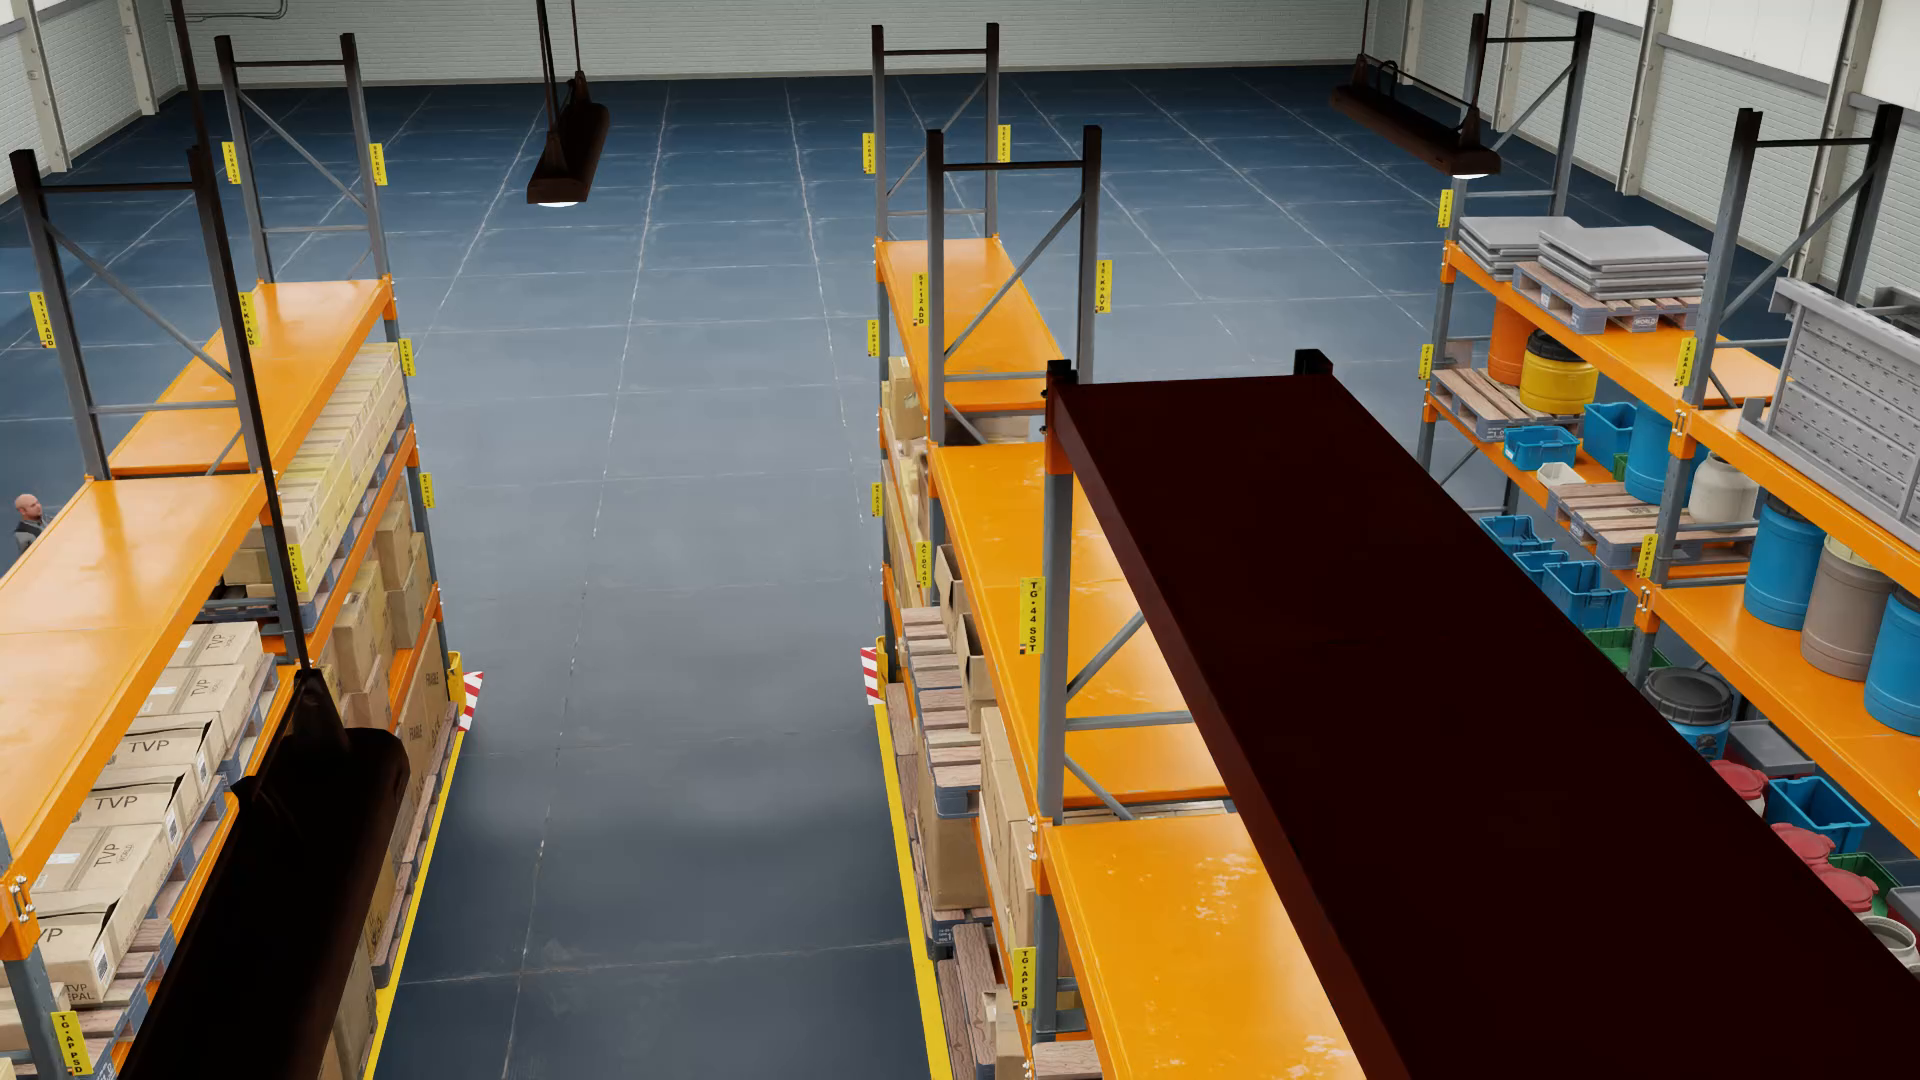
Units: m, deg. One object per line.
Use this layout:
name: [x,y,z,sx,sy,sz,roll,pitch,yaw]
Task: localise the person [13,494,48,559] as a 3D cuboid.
person: [-8.692,0.331,15.865,0.982,1.693,0.497,-12,28,-23]
